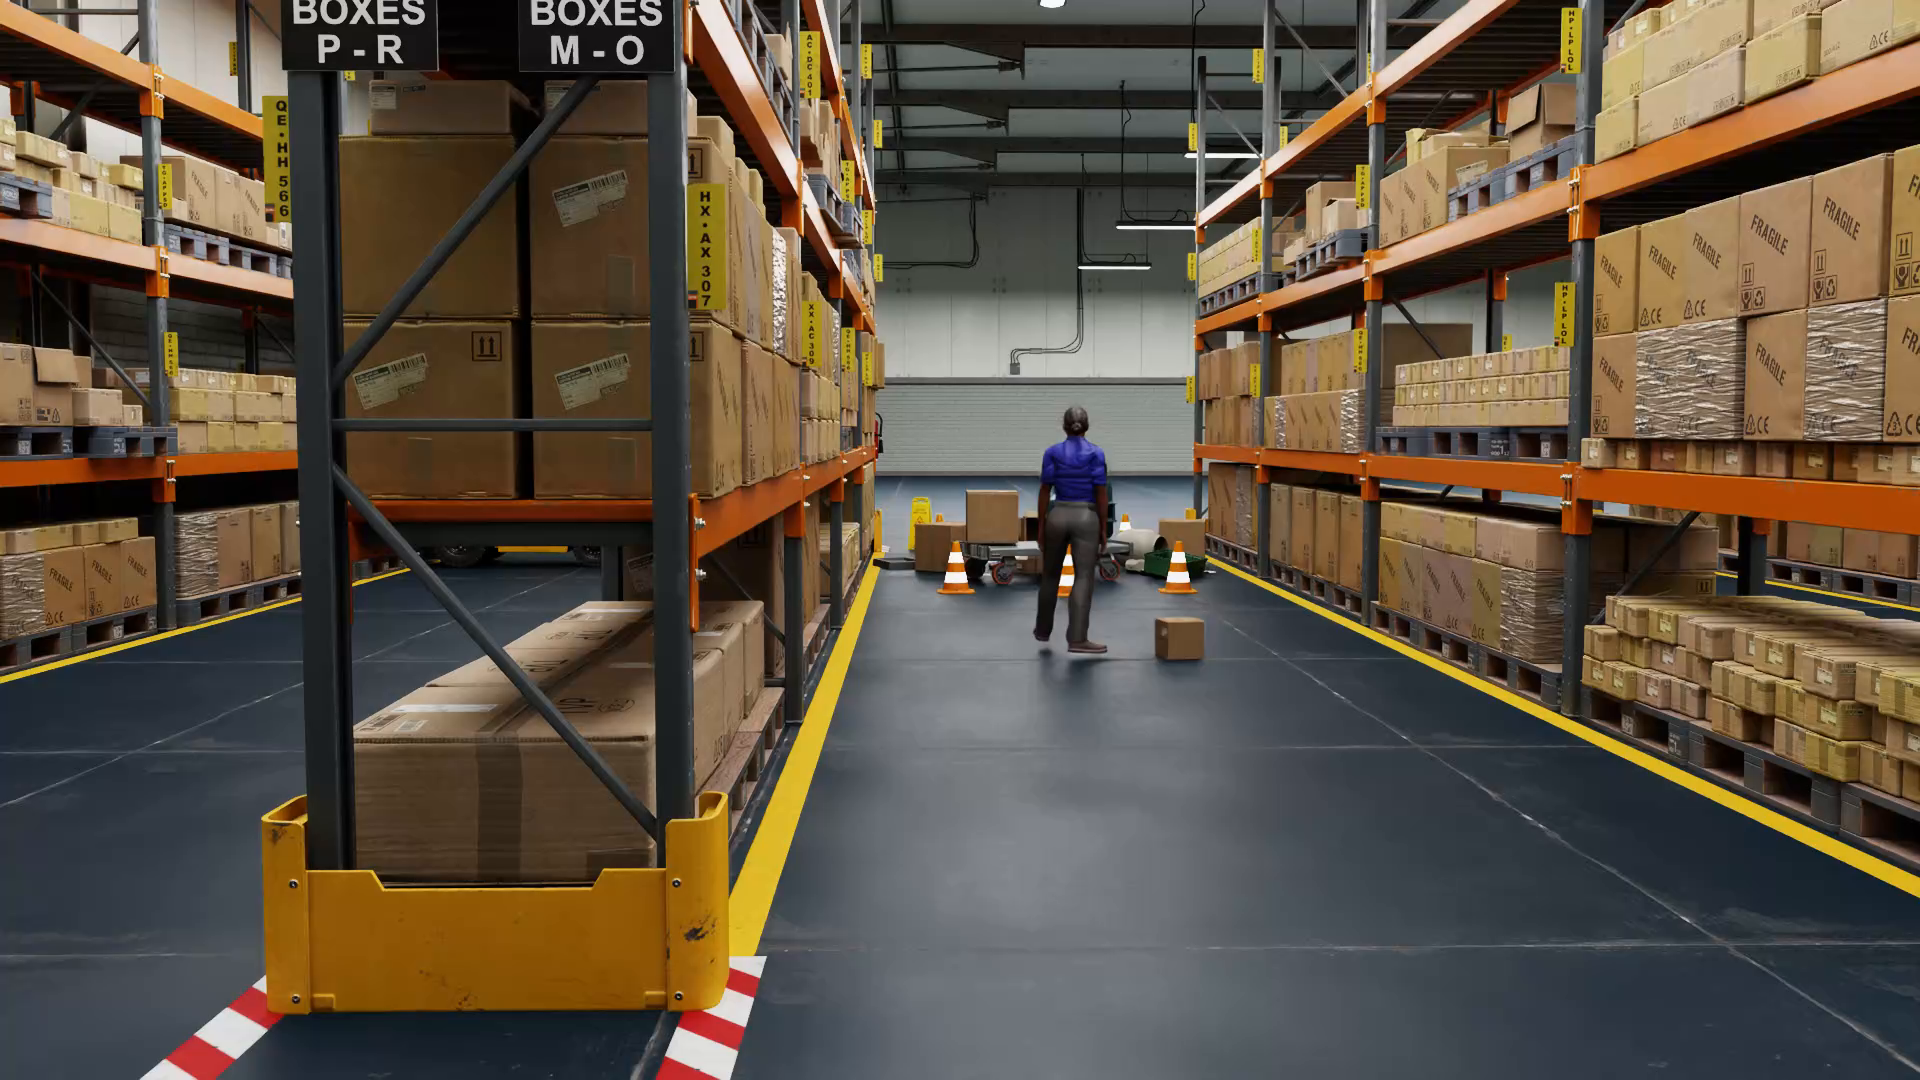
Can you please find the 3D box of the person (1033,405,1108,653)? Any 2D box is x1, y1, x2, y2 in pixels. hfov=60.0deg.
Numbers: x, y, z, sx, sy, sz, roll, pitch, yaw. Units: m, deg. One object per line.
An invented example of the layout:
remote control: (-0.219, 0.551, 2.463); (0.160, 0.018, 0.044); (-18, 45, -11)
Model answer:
person: (0.721, -0.085, 11.147); (0.654, 1.629, 0.778); (1, 4, 19)
